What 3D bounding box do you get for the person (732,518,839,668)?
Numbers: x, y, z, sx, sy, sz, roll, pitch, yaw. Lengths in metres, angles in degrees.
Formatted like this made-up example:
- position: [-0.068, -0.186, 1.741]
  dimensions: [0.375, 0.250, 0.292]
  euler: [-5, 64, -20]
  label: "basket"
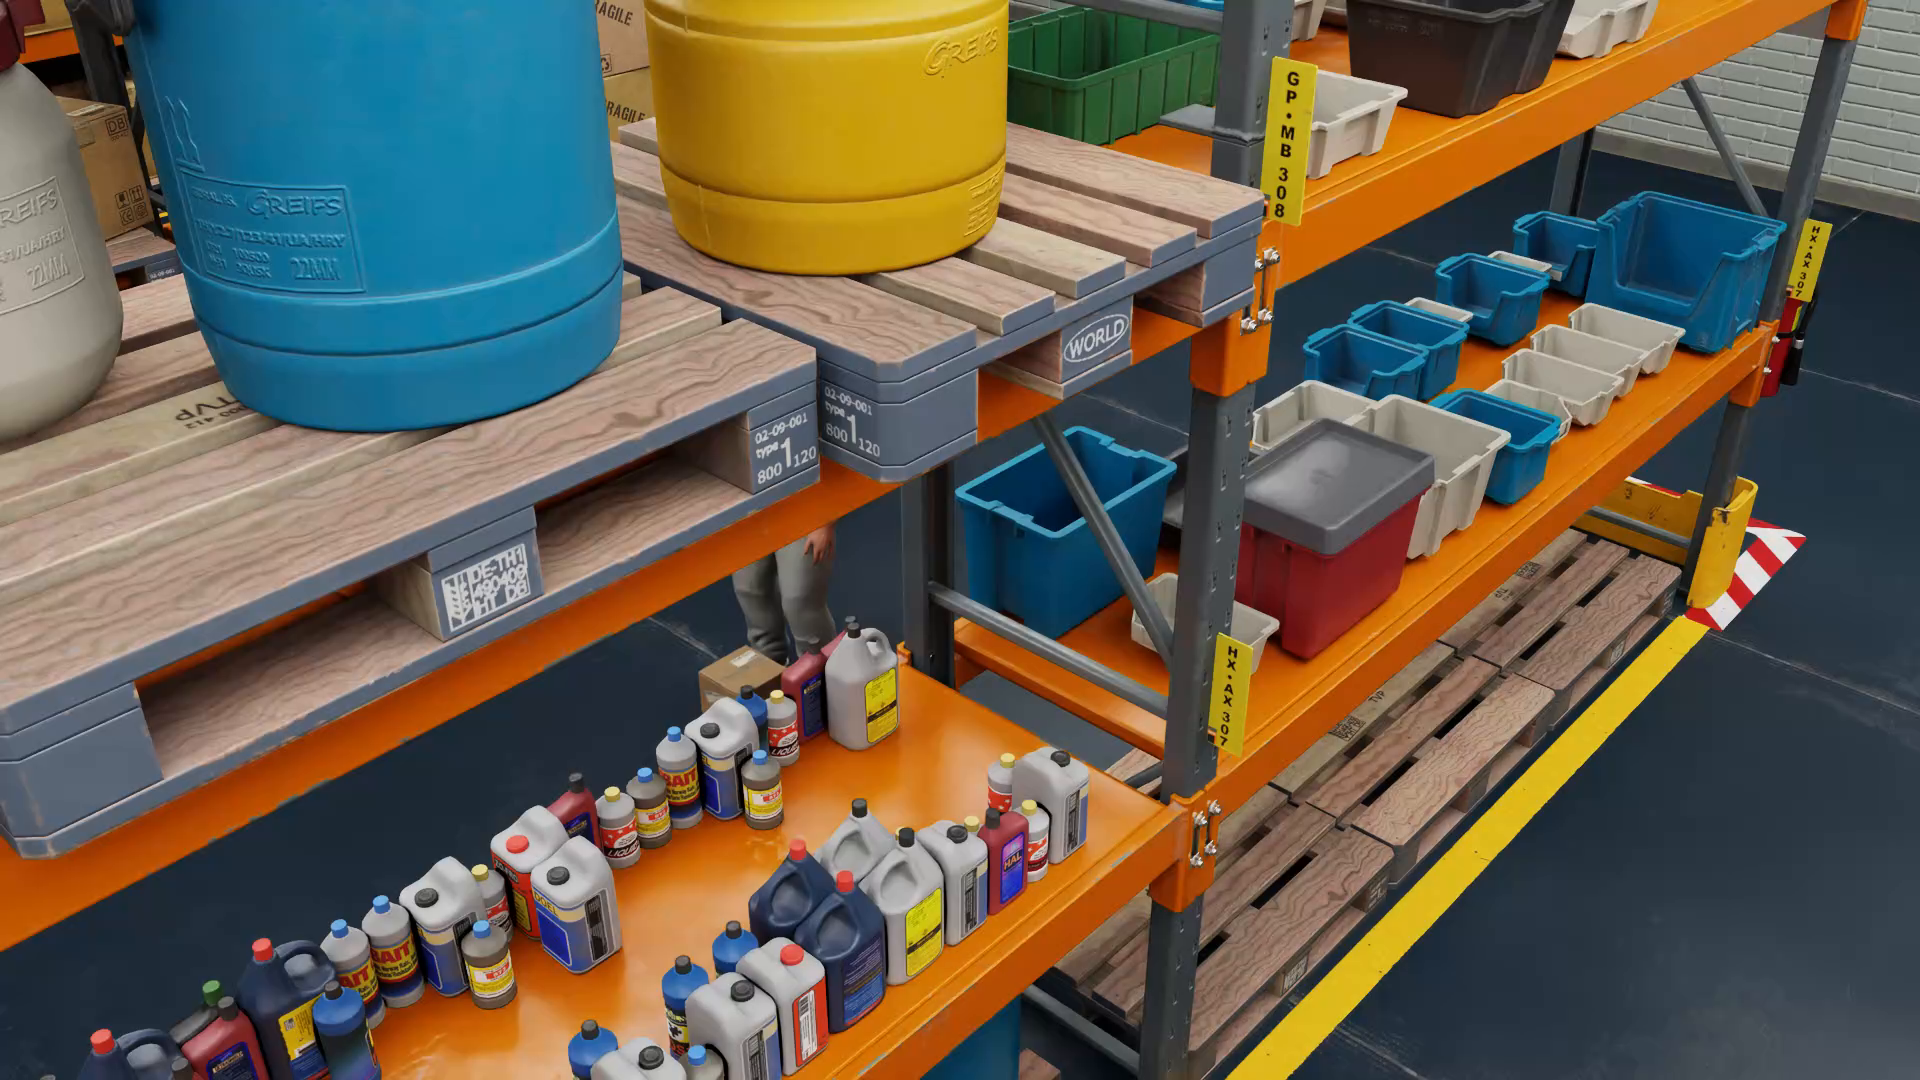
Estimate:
- position: [-0.667, -0.138, 6.354]
  dimensions: [0.581, 1.747, 0.435]
  euler: [23, 38, 33]
  label: "person"
